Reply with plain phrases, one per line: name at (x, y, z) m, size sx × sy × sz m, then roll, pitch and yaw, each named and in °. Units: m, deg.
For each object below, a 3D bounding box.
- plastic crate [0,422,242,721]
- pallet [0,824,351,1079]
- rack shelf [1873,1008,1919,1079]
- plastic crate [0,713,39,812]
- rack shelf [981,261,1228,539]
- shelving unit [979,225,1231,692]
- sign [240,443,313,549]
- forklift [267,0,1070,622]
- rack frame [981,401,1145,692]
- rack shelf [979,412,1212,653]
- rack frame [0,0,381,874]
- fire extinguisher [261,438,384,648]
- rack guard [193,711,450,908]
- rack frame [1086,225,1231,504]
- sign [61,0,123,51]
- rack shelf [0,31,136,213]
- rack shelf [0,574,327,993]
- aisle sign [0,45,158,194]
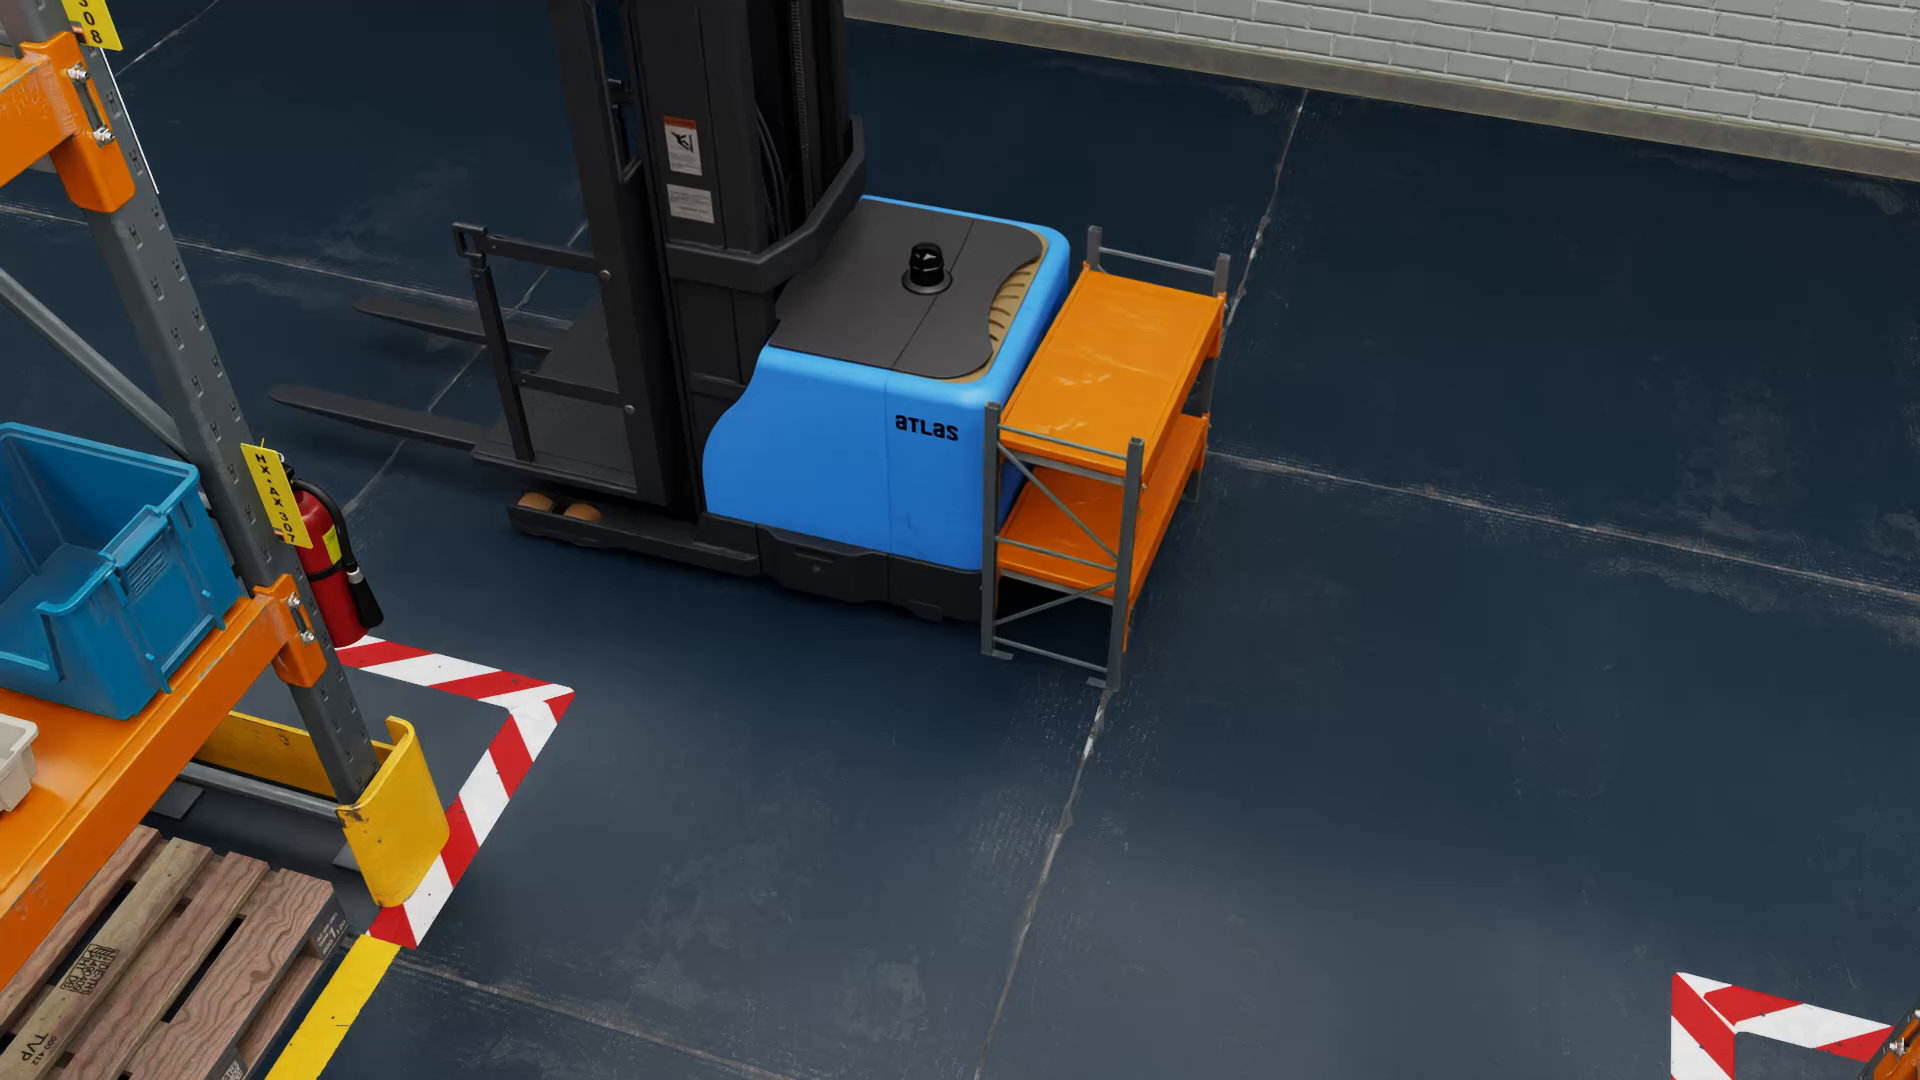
plastic crate at (-2.134, 0.076, 3.959) m, size 0.616 × 0.435 × 0.499 m, roll 13°, pitch 46°, yaw 13°
pallet at (-2.497, 1.386, 4.683) m, size 1.003 × 0.211 × 1.213 m, roll 13°, pitch 46°, yaw 13°
rack shelf at (1.904, 2.487, 2.078) m, size 1.077 × 0.370 × 4.000 m, roll 13°, pitch 46°, yaw 13°
plastic crate at (-2.285, 0.502, 3.738) m, size 0.396 × 0.136 × 0.243 m, roll 13°, pitch 46°, yaw 13°
rack shelf at (0.496, -0.492, 5.530) m, size 0.538 × 0.278 × 1.000 m, roll 15°, pitch 46°, yaw 15°
shelving unit at (0.496, -0.283, 5.734) m, size 0.538 × 1.125 × 1.048 m, roll 15°, pitch 46°, yaw 15°
sign at (-1.682, -0.105, 4.096) m, size 0.100 × 0.325 × 0.005 m, roll 13°, pitch 46°, yaw 13°
forklift at (-1.174, -1.361, 5.545) m, size 3.031 × 2.935 × 1.130 m, roll 12°, pitch 46°, yaw 12°
rack frame at (0.312, 0.049, 5.396) m, size 0.500 × 1.125 × 0.032 m, roll 15°, pitch 46°, yaw 15°
rack shelf at (0.496, -0.108, 5.905) m, size 0.538 × 0.278 × 1.000 m, roll 15°, pitch 46°, yaw 15°
rack frame at (-2.211, -0.153, 4.261) m, size 1.000 × 3.000 × 0.127 m, roll 13°, pitch 46°, yaw 13°
fire extinguisher at (-1.732, 0.004, 4.423) m, size 0.296 × 0.674 × 0.183 m, roll 13°, pitch 46°, yaw 13°
rack guard at (-2.216, 0.722, 5.155) m, size 1.175 × 0.500 × 0.348 m, roll 13°, pitch 46°, yaw 13°
rack frame at (0.679, -0.614, 6.073) m, size 0.500 × 1.125 × 0.032 m, roll 15°, pitch 46°, yaw 15°
sign at (-1.682, -1.082, 3.141) m, size 0.100 × 0.325 × 0.005 m, roll 13°, pitch 46°, yaw 13°
rack shelf at (-2.816, 0.366, 2.101) m, size 1.077 × 0.370 × 4.000 m, roll 13°, pitch 46°, yaw 13°
rack shelf at (-2.816, 1.438, 3.151) m, size 1.077 × 0.370 × 4.000 m, roll 13°, pitch 46°, yaw 13°
aisle sign at (-1.910, -1.068, 3.338) m, size 0.394 × 0.787 × 0.004 m, roll 13°, pitch 46°, yaw 13°
